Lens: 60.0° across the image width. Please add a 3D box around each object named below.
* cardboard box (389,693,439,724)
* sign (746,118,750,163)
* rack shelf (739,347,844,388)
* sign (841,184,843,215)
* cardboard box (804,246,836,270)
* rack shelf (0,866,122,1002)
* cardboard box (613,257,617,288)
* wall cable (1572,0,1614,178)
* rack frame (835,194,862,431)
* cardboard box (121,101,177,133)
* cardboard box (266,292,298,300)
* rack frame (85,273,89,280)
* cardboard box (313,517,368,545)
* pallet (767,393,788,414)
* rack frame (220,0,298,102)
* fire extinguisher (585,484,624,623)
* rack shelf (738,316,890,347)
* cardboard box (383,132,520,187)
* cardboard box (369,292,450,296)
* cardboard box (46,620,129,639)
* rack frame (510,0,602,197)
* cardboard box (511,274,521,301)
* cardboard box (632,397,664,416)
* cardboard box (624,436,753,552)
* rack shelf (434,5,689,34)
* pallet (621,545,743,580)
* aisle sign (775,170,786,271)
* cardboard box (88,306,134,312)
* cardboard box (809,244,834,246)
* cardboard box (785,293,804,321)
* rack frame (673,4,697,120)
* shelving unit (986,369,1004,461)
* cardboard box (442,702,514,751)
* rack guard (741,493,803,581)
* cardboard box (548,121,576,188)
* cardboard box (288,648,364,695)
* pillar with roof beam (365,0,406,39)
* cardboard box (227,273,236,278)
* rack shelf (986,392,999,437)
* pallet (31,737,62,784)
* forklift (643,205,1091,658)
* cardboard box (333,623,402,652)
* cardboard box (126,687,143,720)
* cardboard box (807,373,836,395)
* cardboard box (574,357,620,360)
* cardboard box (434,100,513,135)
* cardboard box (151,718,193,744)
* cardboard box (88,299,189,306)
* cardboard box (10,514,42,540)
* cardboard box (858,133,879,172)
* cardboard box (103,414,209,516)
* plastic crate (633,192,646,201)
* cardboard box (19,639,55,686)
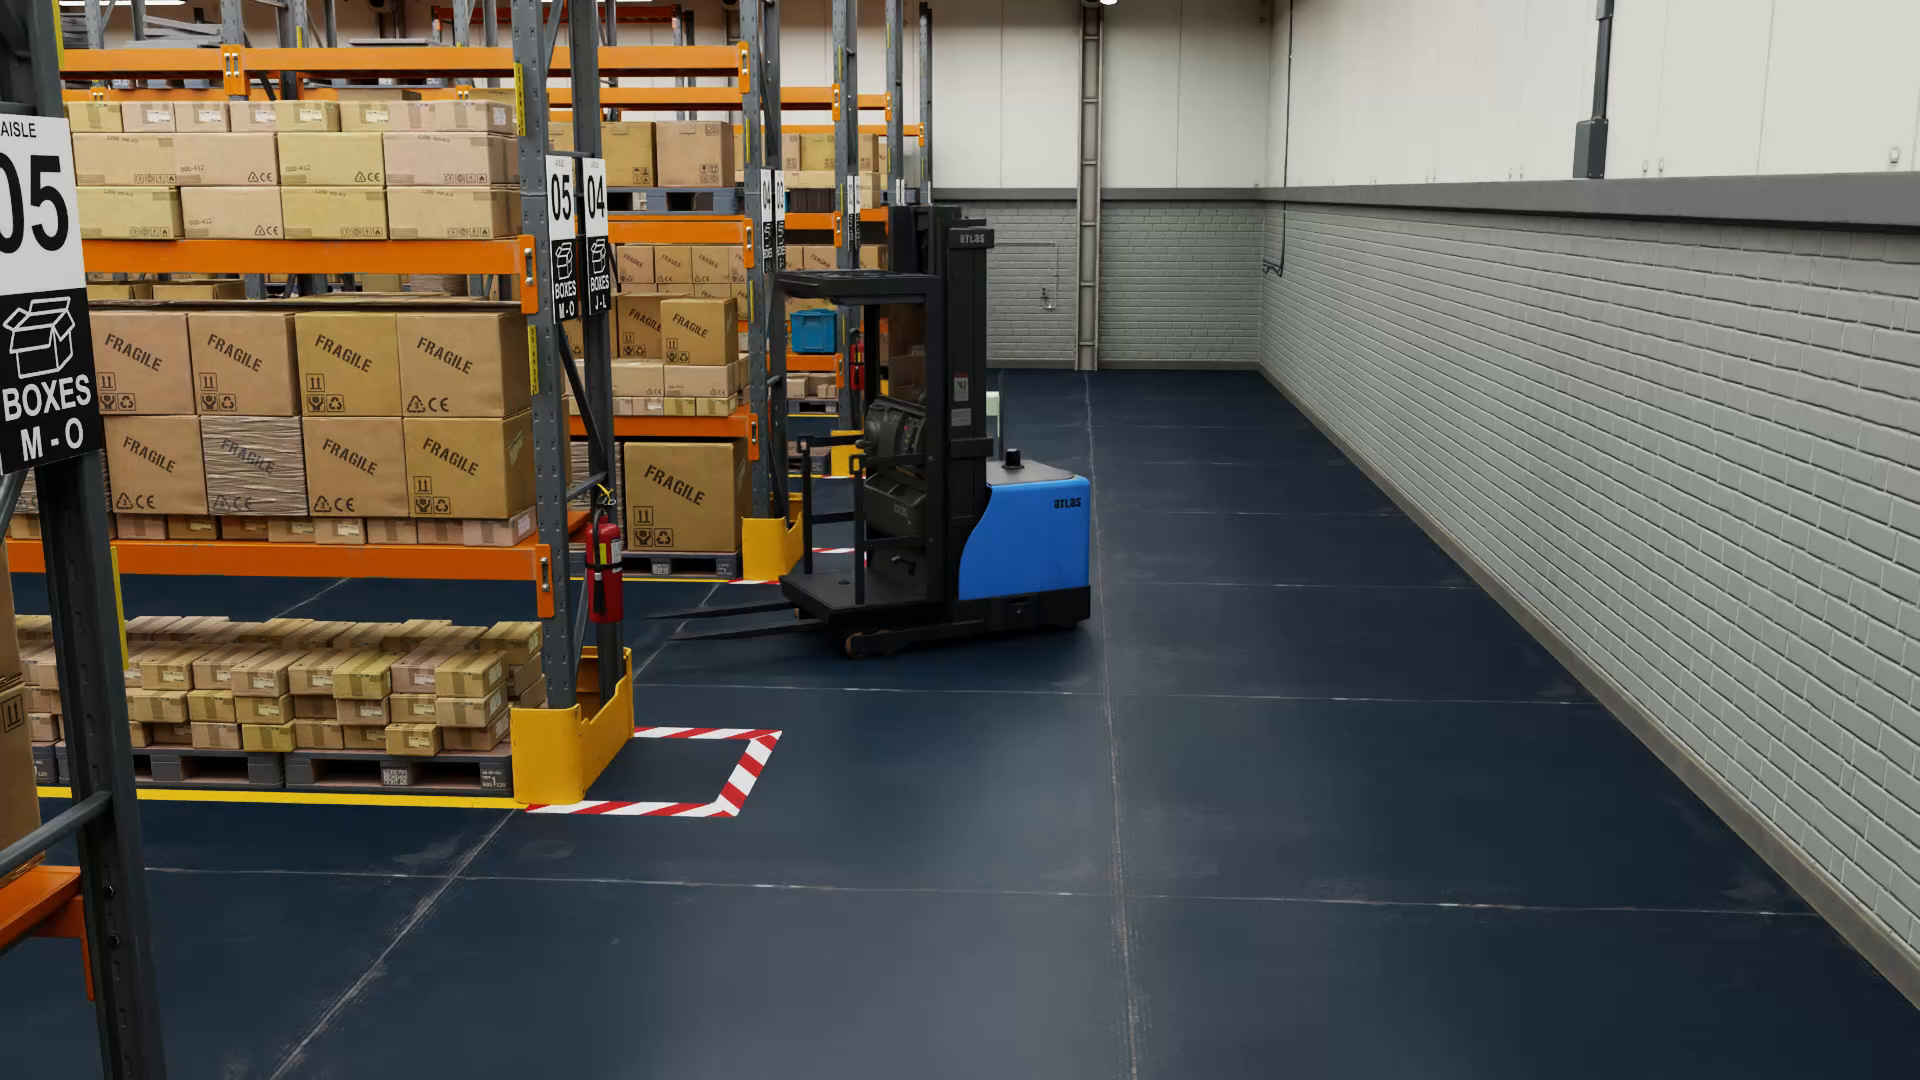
[{"bbox_3d":[-2.785,0.829,8.689,0.250,0.149,0.380,1,12,2],"label":"cardboard box"},{"bbox_3d":[-1.600,-3.016,12.563,0.005,0.325,0.100,1,12,4],"label":"sign"},{"bbox_3d":[-3.215,-1.951,18.524,4.000,0.370,1.077,1,12,4],"label":"rack shelf"},{"bbox_3d":[-1.240,-3.580,17.485,0.005,0.325,0.100,1,12,4],"label":"sign"},{"bbox_3d":[-1.851,-3.782,22.837,0.500,0.500,0.500,1,12,5],"label":"cardboard box"},{"bbox_3d":[-4.208,1.086,4.008,4.000,0.370,1.077,1,12,4],"label":"rack shelf"},{"bbox_3d":[-5.535,-4.518,28.021,0.500,0.500,0.500,1,12,4],"label":"cardboard box"},{"bbox_3d":[3.861,-4.993,8.803,0.120,5.999,2.277,1,12,4],"label":"wall cable"},{"bbox_3d":[-1.219,-2.275,18.319,0.127,3.000,1.000,1,12,4],"label":"rack frame"},{"bbox_3d":[-3.868,-2.056,8.118,0.250,0.149,0.380,0,12,2],"label":"cardboard box"},{"bbox_3d":[-9.746,-3.405,23.937,0.500,0.311,0.500,1,12,3],"label":"cardboard box"},{"bbox_3d":[-12.858,-3.451,23.942,0.127,3.000,1.000,1,12,4],"label":"rack frame"},{"bbox_3d":[-3.080,-0.085,8.464,0.250,0.149,0.380,1,12,5],"label":"cardboard box"},{"bbox_3d":[-2.970,-1.951,23.581,1.213,0.211,1.003,1,12,4],"label":"pallet"},{"bbox_3d":[-5.541,-4.255,13.130,0.127,3.000,1.000,1,12,4],"label":"rack frame"},{"bbox_3d":[-1.762,0.067,8.224,0.183,0.674,0.296,1,12,4],"label":"fire extinguisher"},{"bbox_3d":[-2.880,-2.962,23.361,4.000,0.370,1.077,1,12,4],"label":"rack shelf"},{"bbox_3d":[-2.459,-1.845,8.083,0.500,0.250,0.500,0,12,2],"label":"cardboard box"},{"bbox_3d":[-4.565,-1.798,13.846,0.500,0.500,0.500,1,12,4],"label":"cardboard box"},{"bbox_3d":[-4.841,0.561,9.245,0.250,0.149,0.380,1,12,6],"label":"cardboard box"},{"bbox_3d":[-1.982,-3.188,8.031,0.127,3.000,1.000,1,12,4],"label":"rack frame"},{"bbox_3d":[-6.024,-3.645,23.598,0.500,0.500,0.700,3,12,13],"label":"cardboard box"},{"bbox_3d":[-2.439,-1.085,13.243,0.250,0.149,0.380,1,12,4],"label":"cardboard box"},{"bbox_3d":[-2.194,-0.421,13.620,0.875,0.875,0.875,1,12,4],"label":"cardboard box"},{"bbox_3d":[-6.544,-8.592,27.506,4.000,0.370,1.077,1,12,4],"label":"rack shelf"},{"bbox_3d":[-2.353,0.107,13.744,1.213,0.211,1.003,1,12,4],"label":"pallet"},{"bbox_3d":[-1.458,-2.596,13.504,0.004,0.787,0.394,1,12,4],"label":"aisle sign"},{"bbox_3d":[-4.521,-0.917,8.414,0.500,0.500,0.500,1,12,5],"label":"cardboard box"},{"bbox_3d":[-1.832,-3.891,23.357,0.500,0.500,0.500,1,12,4],"label":"cardboard box"},{"bbox_3d":[-2.365,-3.301,22.978,0.500,0.500,0.500,1,12,4],"label":"cardboard box"},{"bbox_3d":[-4.548,-7.290,27.642,0.127,3.000,1.000,1,12,4],"label":"rack frame"},{"bbox_3d":[-0.007,-0.734,14.615,0.755,1.500,0.431,1,12,4],"label":"shelving unit"},{"bbox_3d":[-2.522,0.974,8.724,0.250,0.149,0.380,1,12,5],"label":"cardboard box"},{"bbox_3d":[-1.526,-0.040,13.737,0.348,0.500,1.175,1,12,4],"label":"rack guard"},{"bbox_3d":[-3.145,-3.061,13.234,0.500,0.500,0.700,0,12,0],"label":"cardboard box"},{"bbox_3d":[-3.295,0.682,8.664,0.250,0.149,0.380,0,12,1],"label":"cardboard box"},{"bbox_3d":[-10.066,-6.660,24.629,0.548,9.000,9.100,1,12,4],"label":"pillar with roof beam"},{"bbox_3d":[-12.985,-4.816,28.951,0.500,0.500,0.500,1,12,2],"label":"cardboard box"},{"bbox_3d":[-0.007,-1.116,14.535,0.720,0.370,0.431,1,12,4],"label":"rack shelf"},{"bbox_3d":[-5.301,1.061,9.182,1.213,0.211,1.003,1,12,4],"label":"pallet"},{"bbox_3d":[-0.632,-0.774,11.309,3.031,2.935,1.130,-6,13,-25],"label":"forklift"},{"bbox_3d":[-3.261,0.575,9.176,0.250,0.149,0.380,0,12,1],"label":"cardboard box"},{"bbox_3d":[-4.340,0.819,8.739,0.250,0.149,0.380,1,12,3],"label":"cardboard box"},{"bbox_3d":[-1.907,-2.229,23.738,0.500,0.250,0.500,1,12,4],"label":"cardboard box"},{"bbox_3d":[-3.031,-1.411,13.826,0.500,0.250,0.500,0,12,2],"label":"cardboard box"},{"bbox_3d":[-2.334,-2.031,7.996,0.250,0.149,0.380,1,12,3],"label":"cardboard box"},{"bbox_3d":[-4.067,0.952,8.830,0.250,0.149,0.380,1,12,5],"label":"cardboard box"},{"bbox_3d":[-4.460,-1.023,8.921,0.500,0.500,0.500,1,12,5],"label":"cardboard box"},{"bbox_3d":[-4.662,-0.110,8.580,0.250,0.149,0.380,1,12,5],"label":"cardboard box"},{"bbox_3d":[-1.398,-5.297,22.755,0.500,0.500,0.700,1,12,4],"label":"cardboard box"},{"bbox_3d":[-3.965,-0.422,8.487,0.500,0.500,0.500,1,12,7],"label":"cardboard box"},{"bbox_3d":[-3.410,-3.779,18.471,0.530,0.282,0.437,1,12,4],"label":"plastic crate"},{"bbox_3d":[-4.855,0.648,8.830,0.250,0.149,0.380,0,12,2],"label":"cardboard box"}]
